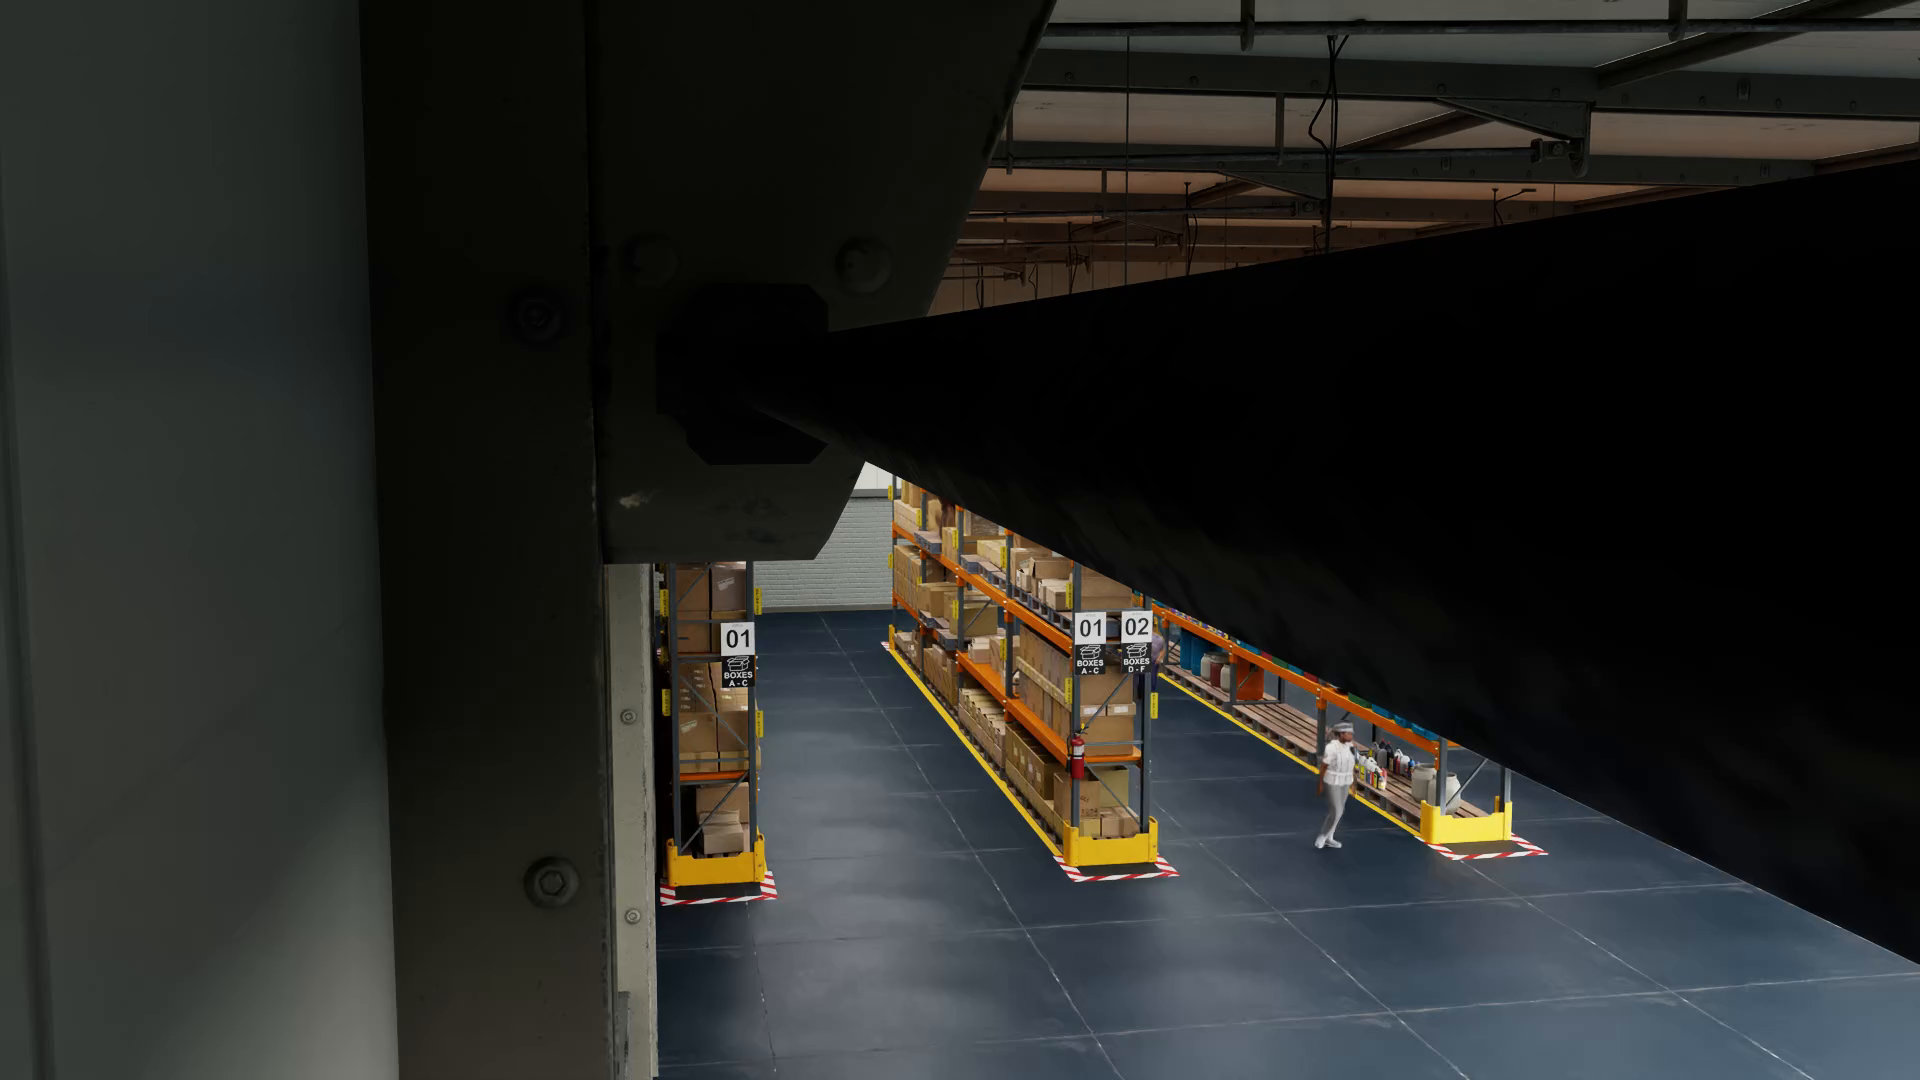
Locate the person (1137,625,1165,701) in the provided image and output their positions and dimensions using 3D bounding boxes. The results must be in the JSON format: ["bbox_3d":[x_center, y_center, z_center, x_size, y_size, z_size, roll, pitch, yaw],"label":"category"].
[{"bbox_3d":[3.417,2.296,30.146,0.573,1.583,0.639,-1,6,-12],"label":"person"}]

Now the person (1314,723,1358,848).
[{"bbox_3d":[4.858,3.172,21.509,0.558,1.663,0.461,-4,7,-33],"label":"person"}]
